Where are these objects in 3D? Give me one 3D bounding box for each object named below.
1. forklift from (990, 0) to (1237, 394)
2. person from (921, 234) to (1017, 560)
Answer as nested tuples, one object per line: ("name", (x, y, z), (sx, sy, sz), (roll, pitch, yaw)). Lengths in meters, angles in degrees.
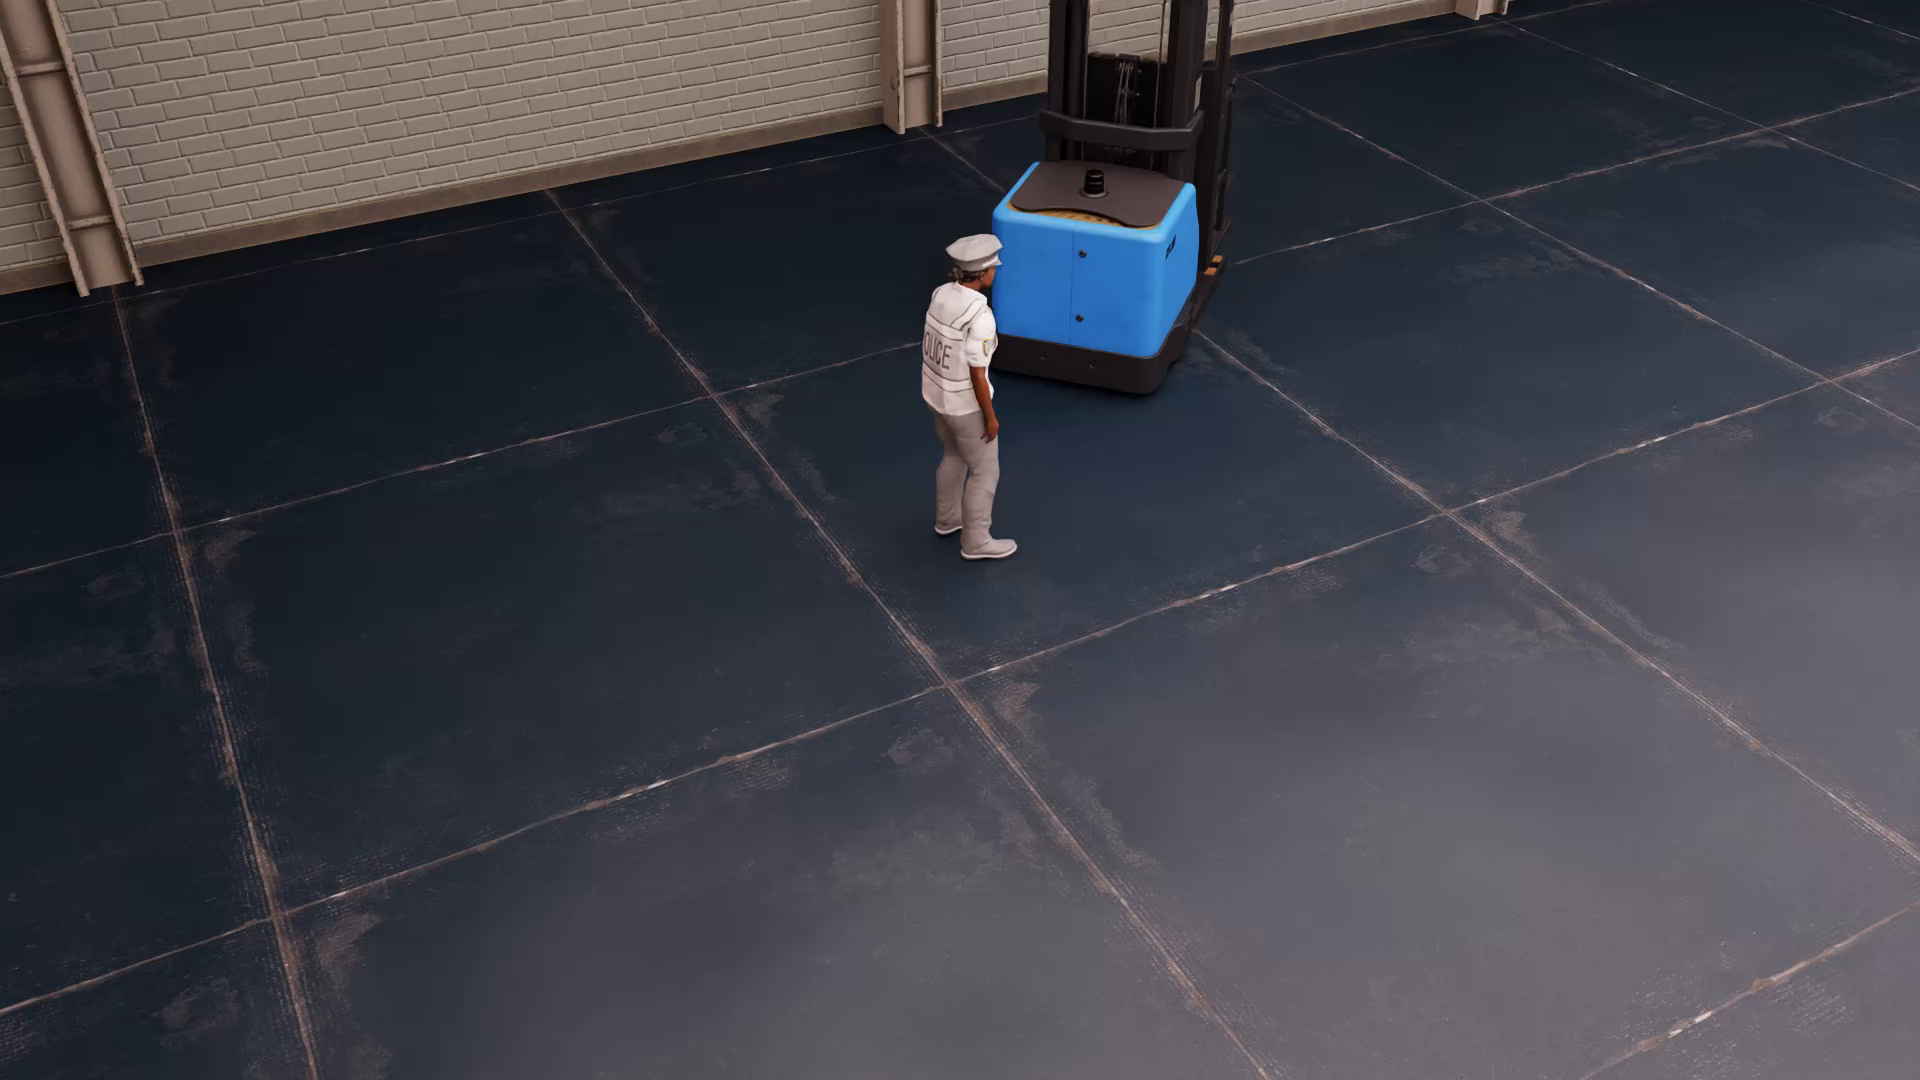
("forklift", (1.149, -2.901, 10.227), (1.130, 2.935, 3.031), (12, 37, 16))
("person", (0.032, -0.685, 8.198), (0.393, 1.657, 0.513), (-18, 39, -24))
